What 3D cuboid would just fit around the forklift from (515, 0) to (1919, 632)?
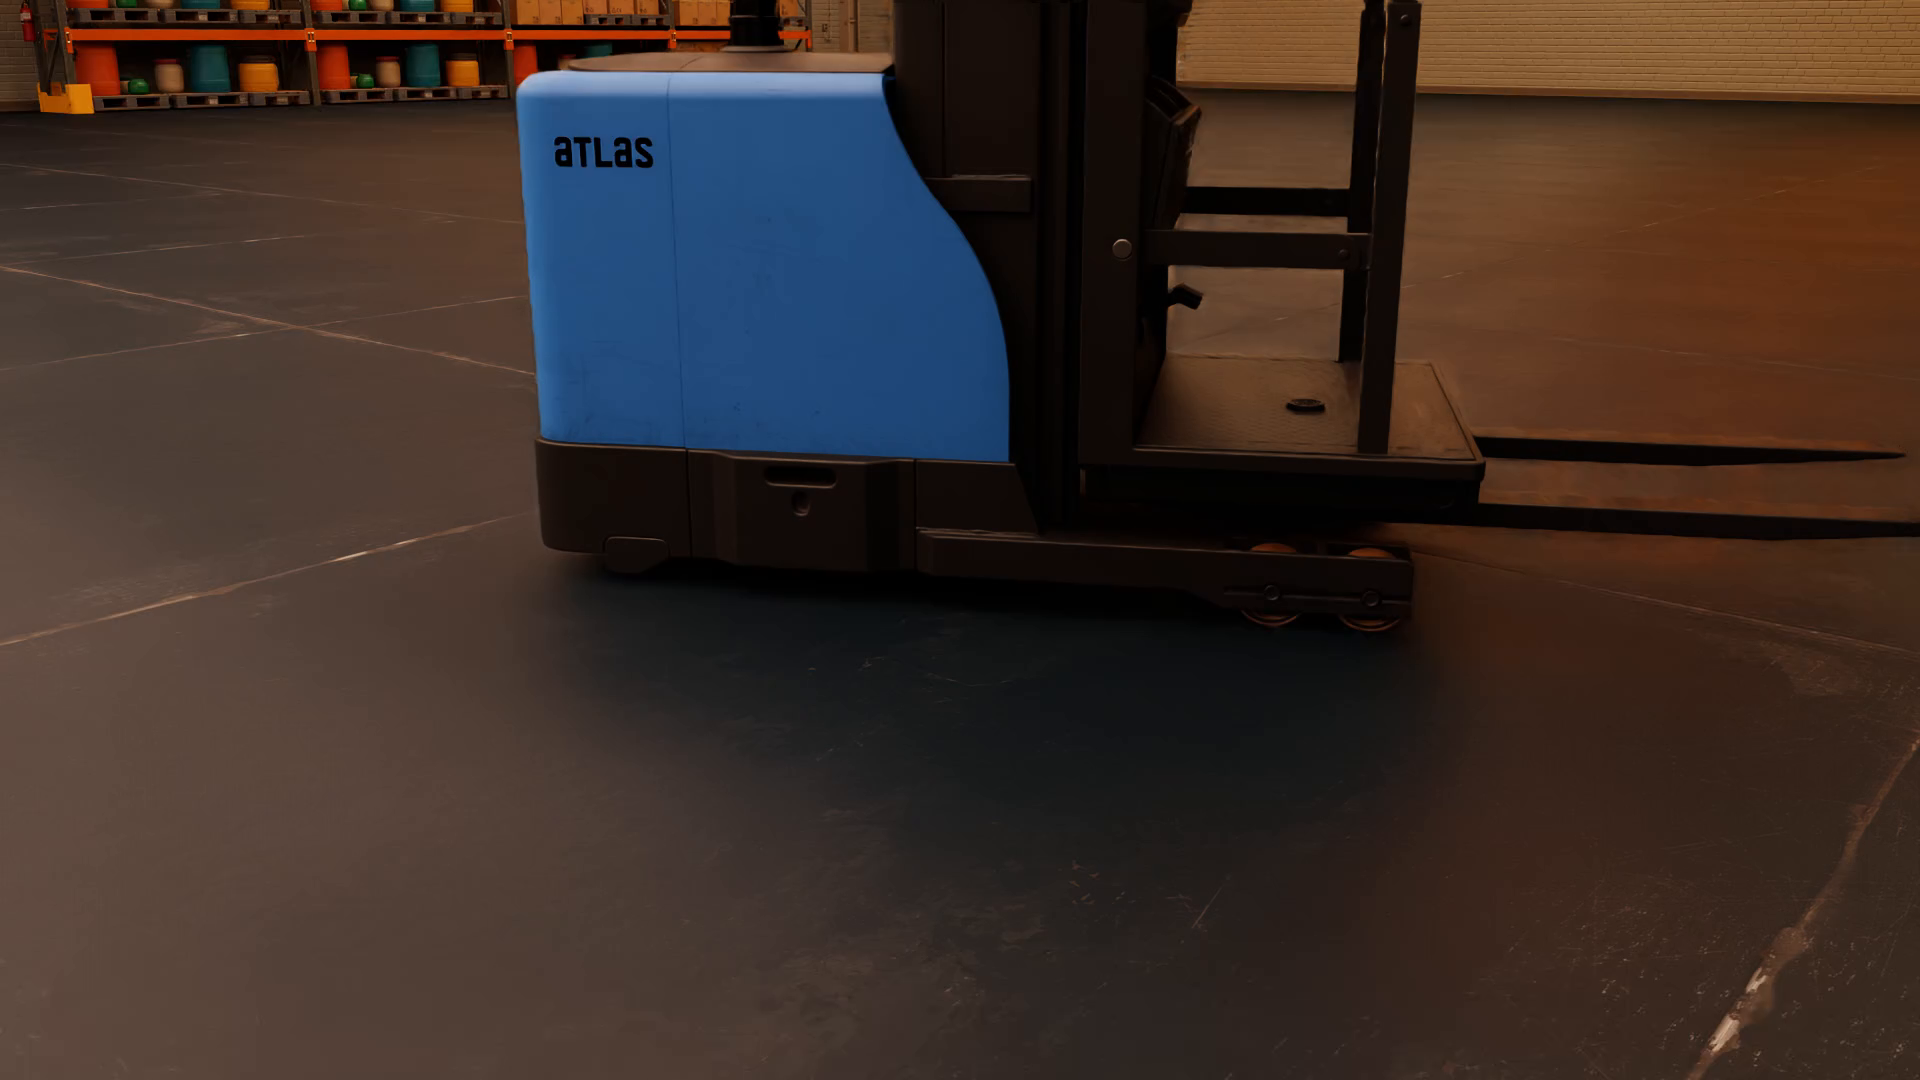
[{"bbox_3d":[0.636,-1.385,3.458,3.031,2.935,1.130,3,17,10],"label":"forklift"}]
